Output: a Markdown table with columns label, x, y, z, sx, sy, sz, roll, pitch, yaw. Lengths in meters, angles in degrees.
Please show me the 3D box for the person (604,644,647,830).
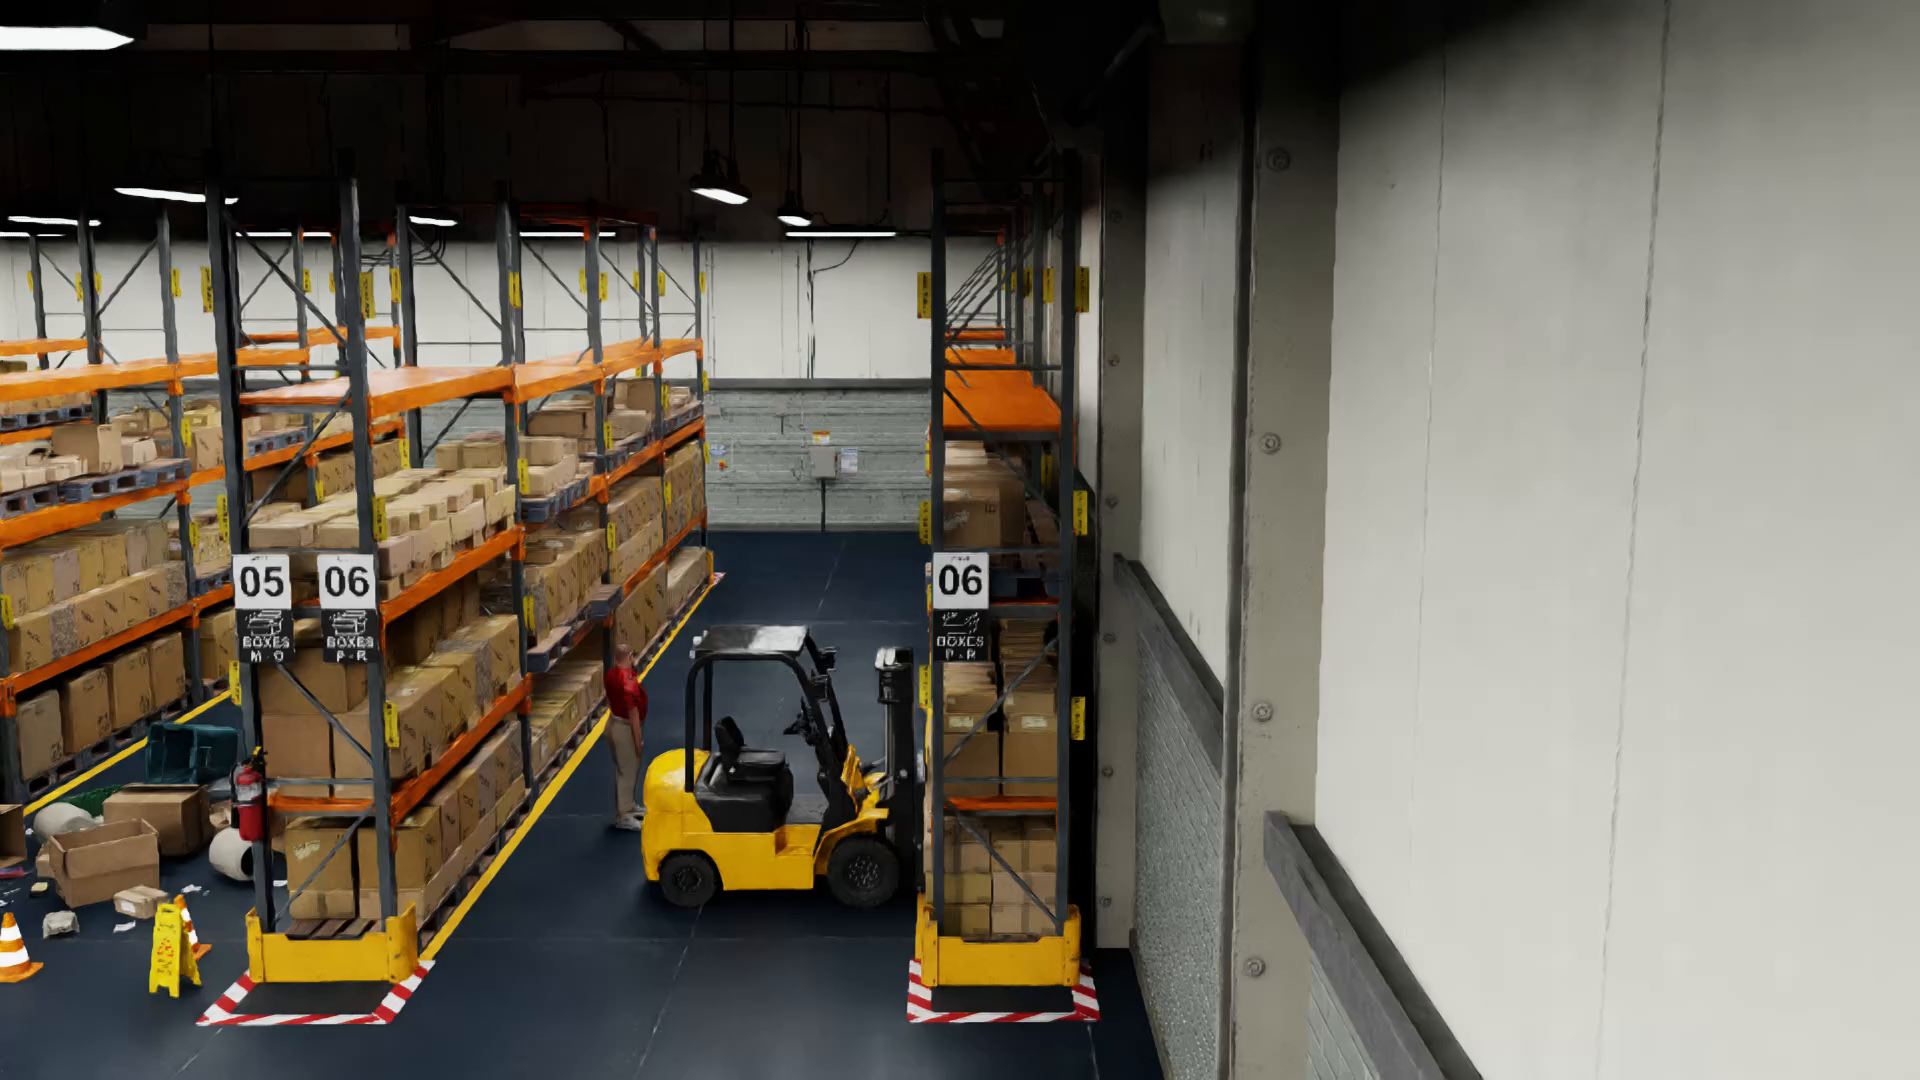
| label | x | y | z | sx | sy | sz | roll | pitch | yaw |
| --- | --- | --- | --- | --- | --- | --- | --- | --- | --- |
| person | -3.094 | 1.817 | 15.635 | 0.449 | 1.737 | 0.595 | -6 | 11 | -31 |
